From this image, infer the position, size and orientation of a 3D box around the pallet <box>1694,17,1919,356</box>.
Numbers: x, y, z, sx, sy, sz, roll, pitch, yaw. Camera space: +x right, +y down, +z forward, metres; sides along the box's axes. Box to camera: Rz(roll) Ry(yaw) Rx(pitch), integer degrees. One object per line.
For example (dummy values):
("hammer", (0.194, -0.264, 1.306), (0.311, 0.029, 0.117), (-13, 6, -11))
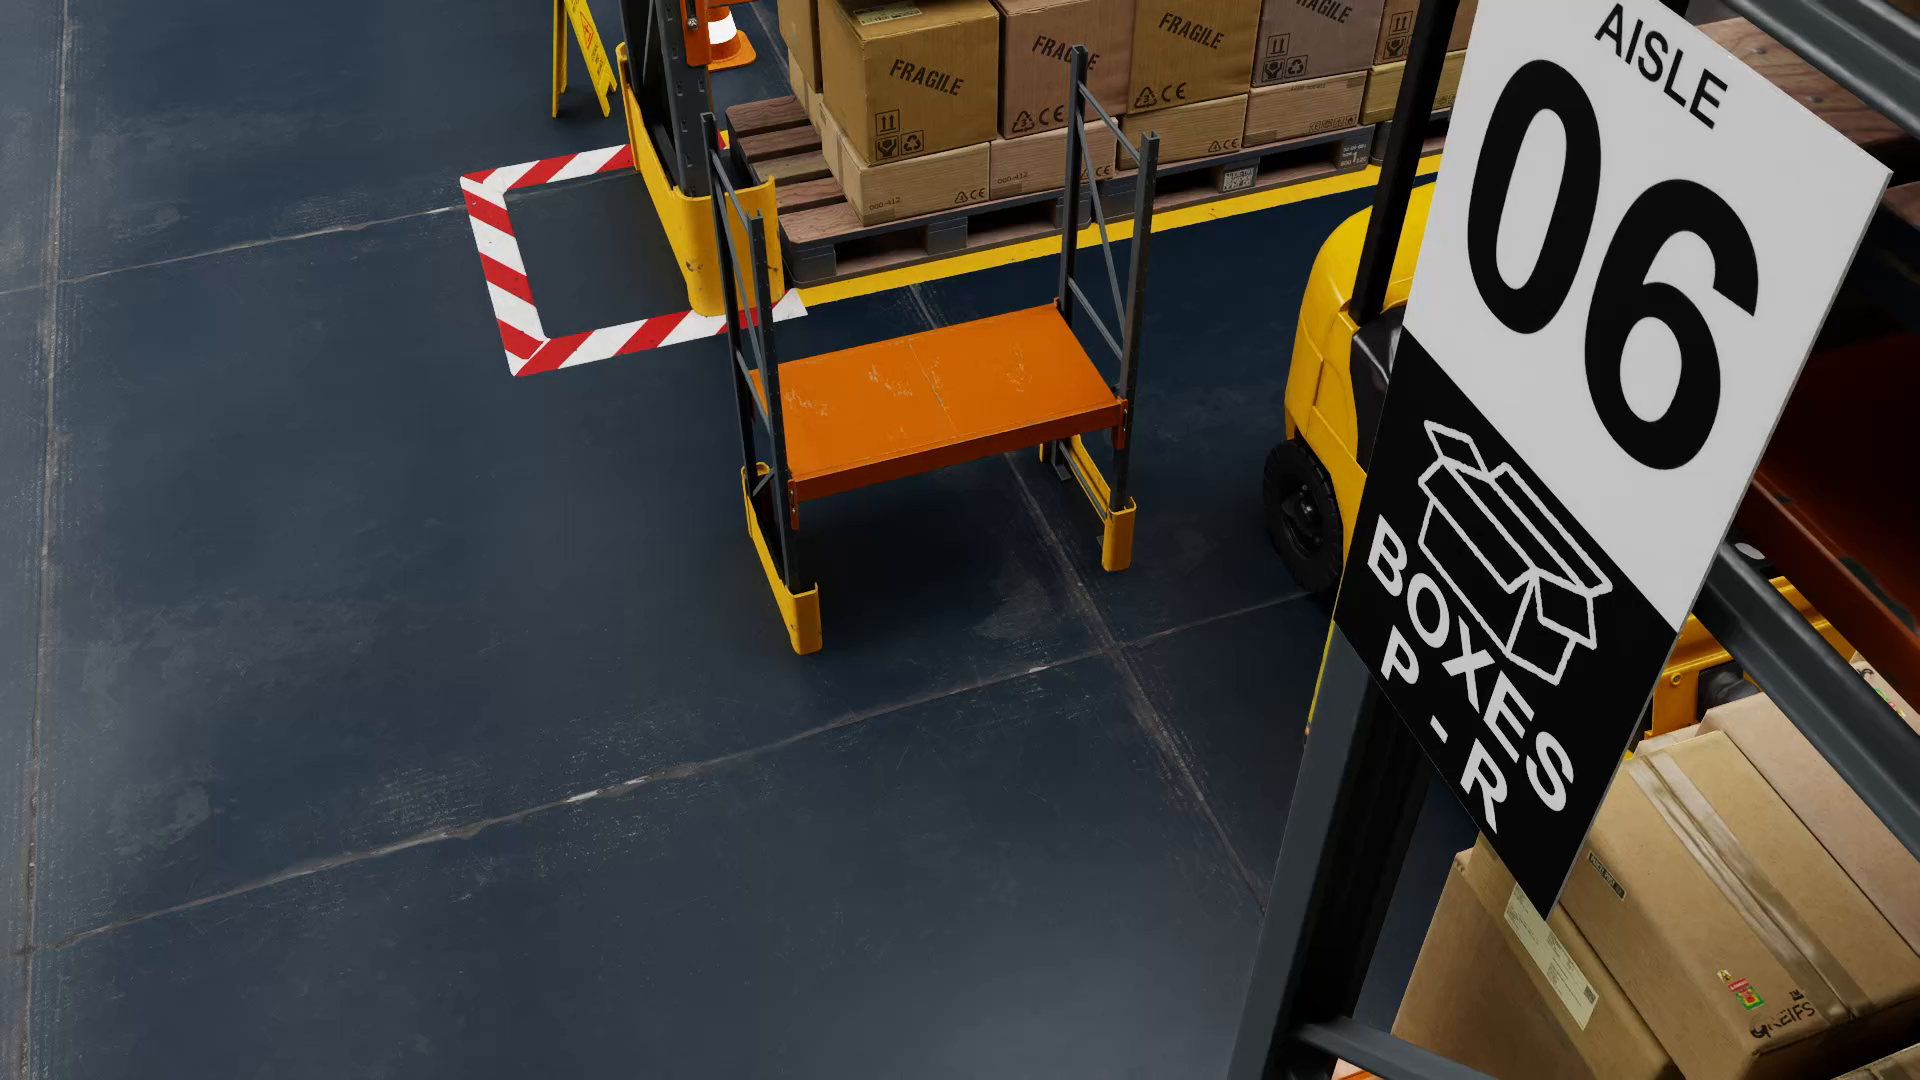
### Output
("pallet", (1.301, -0.146, 1.222), (1.213, 0.211, 1.003), (-14, 47, -14))

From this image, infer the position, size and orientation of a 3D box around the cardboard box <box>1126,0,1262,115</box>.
("cardboard box", (0.777, -1.974, 6.215), (0.500, 0.500, 0.500), (-13, 47, -13))

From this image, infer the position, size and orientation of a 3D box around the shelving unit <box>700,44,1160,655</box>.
("shelving unit", (-0.072, -0.511, 4.701), (1.083, 1.500, 0.587), (-14, 47, -14))

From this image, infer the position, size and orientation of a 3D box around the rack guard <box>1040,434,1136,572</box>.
("rack guard", (0.397, -0.190, 5.263), (0.087, 0.250, 0.587), (-14, 47, -14))

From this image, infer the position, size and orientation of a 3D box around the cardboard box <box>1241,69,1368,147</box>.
("cardboard box", (1.258, -1.836, 6.607), (0.500, 0.250, 0.500), (-14, 47, -13))

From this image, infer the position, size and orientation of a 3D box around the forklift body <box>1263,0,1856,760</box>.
("forklift body", (1.791, -0.337, 4.068), (1.214, 2.155, 2.313), (-14, 47, -14))

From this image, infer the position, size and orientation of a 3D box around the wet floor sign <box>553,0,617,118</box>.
("wet floor sign", (-1.604, -2.108, 6.895), (0.232, 0.644, 0.267), (0, 45, 0))

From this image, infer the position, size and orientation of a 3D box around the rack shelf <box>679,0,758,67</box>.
("rack shelf", (0.819, -2.499, 6.130), (4.000, 0.370, 1.077), (-14, 47, -14))

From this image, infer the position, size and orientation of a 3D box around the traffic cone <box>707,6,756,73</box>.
("traffic cone", (-1.096, -2.339, 7.254), (0.334, 0.463, 0.336), (-14, 47, -14))

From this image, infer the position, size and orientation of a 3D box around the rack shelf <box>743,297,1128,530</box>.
("rack shelf", (-0.080, -0.382, 4.826), (1.000, 0.185, 0.538), (-14, 47, -14))

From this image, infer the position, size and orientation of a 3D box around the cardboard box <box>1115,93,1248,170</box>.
("cardboard box", (0.782, -1.716, 6.488), (0.500, 0.250, 0.500), (-11, 46, -11))

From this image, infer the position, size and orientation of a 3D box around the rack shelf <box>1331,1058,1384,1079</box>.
("rack shelf", (2.508, 0.807, 2.835), (4.000, 0.370, 1.077), (-14, 47, -14))

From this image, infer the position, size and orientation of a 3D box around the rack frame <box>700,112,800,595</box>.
("rack frame", (-0.558, -0.387, 4.576), (0.032, 1.500, 0.500), (-14, 47, -14))

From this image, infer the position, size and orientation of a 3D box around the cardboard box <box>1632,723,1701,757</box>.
("cardboard box", (1.088, 0.419, 2.186), (0.250, 0.149, 0.380), (-14, 47, -13))

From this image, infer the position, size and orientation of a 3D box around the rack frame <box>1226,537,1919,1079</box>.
("rack frame", (0.627, 1.034, 2.101), (0.127, 3.000, 1.000), (-14, 47, -14))

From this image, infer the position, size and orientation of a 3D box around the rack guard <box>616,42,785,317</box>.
("rack guard", (-0.991, -1.407, 6.300), (0.348, 0.500, 1.175), (-14, 47, -14))

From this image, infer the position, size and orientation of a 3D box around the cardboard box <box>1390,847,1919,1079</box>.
("cardboard box", (1.000, 0.706, 2.358), (0.500, 0.500, 0.500), (-15, 47, -15))

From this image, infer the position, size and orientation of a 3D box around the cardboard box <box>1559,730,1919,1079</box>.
("cardboard box", (0.892, 0.439, 1.956), (0.250, 0.149, 0.380), (-14, 47, -14))

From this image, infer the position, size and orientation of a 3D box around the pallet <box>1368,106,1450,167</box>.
("pallet", (2.080, -2.064, 7.158), (1.213, 0.211, 1.003), (-14, 47, -14))

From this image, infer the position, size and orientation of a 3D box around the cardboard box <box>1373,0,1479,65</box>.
("cardboard box", (1.757, -2.231, 6.471), (0.500, 0.500, 0.500), (-14, 47, -13))

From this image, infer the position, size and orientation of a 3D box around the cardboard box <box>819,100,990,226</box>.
("cardboard box", (-0.210, -1.459, 6.231), (0.500, 0.250, 0.500), (-15, 47, -14))

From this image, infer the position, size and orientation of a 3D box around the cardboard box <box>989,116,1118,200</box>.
("cardboard box", (0.273, -1.577, 6.348), (0.500, 0.250, 0.500), (-13, 46, -12))

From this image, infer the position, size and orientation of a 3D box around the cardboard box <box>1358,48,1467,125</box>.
("cardboard box", (1.738, -1.955, 6.726), (0.500, 0.250, 0.500), (-15, 47, -15))

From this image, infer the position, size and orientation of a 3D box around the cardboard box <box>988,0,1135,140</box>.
("cardboard box", (0.303, -1.858, 6.100), (0.500, 0.500, 0.500), (-16, 47, -15))

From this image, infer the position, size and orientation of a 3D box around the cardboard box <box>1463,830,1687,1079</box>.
("cardboard box", (0.858, 0.500, 2.105), (0.250, 0.149, 0.380), (-14, 47, -13))

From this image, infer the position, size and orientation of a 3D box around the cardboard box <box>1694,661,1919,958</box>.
("cardboard box", (1.113, 0.359, 2.036), (0.250, 0.149, 0.380), (-14, 47, -14))

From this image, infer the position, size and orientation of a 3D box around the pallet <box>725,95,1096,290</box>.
("pallet", (-0.215, -1.477, 6.573), (1.213, 0.211, 1.003), (-14, 47, -14))

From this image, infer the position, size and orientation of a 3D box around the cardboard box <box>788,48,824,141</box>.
("cardboard box", (-0.371, -1.828, 6.599), (0.500, 0.250, 0.500), (-15, 47, -14))

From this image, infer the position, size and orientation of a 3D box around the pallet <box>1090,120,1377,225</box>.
("pallet", (0.931, -1.768, 6.863), (1.213, 0.211, 1.003), (-14, 47, -14))

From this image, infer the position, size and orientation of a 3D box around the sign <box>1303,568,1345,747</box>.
("sign", (0.455, 0.177, 1.971), (0.005, 0.325, 0.100), (-14, 47, -14))

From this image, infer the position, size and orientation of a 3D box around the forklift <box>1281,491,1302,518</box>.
("forklift", (2.477, -1.245, 4.421), (3.031, 2.935, 1.130), (-19, 48, -18))

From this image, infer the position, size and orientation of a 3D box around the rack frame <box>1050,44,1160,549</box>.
("rack frame", (0.398, -0.631, 4.820), (0.032, 1.500, 0.500), (-14, 47, -14))

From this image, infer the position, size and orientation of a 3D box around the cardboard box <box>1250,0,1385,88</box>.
("cardboard box", (1.277, -2.108, 6.348), (0.500, 0.500, 0.500), (-12, 46, -12))

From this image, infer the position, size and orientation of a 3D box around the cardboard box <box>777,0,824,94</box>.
("cardboard box", (-0.397, -2.080, 6.321), (0.500, 0.500, 0.500), (-14, 47, -14))

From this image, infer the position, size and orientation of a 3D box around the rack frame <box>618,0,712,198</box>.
("rack frame", (-1.062, -2.271, 5.396), (0.127, 3.000, 1.000), (-14, 47, -14))

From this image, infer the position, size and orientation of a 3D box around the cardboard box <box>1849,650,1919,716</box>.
("cardboard box", (1.350, 0.278, 2.117), (0.250, 0.149, 0.380), (-13, 47, -13))

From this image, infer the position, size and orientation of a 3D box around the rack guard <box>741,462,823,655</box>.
("rack guard", (-0.540, 0.050, 5.024), (0.087, 0.250, 0.587), (-14, 47, -14))

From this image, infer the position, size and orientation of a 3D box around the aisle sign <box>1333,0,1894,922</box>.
("aisle sign", (0.465, -0.063, 1.360), (0.004, 0.787, 0.394), (-14, 47, -14))

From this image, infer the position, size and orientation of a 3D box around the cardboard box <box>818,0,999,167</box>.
("cardboard box", (-0.187, -1.730, 5.971), (0.500, 0.500, 0.500), (-16, 47, -15))

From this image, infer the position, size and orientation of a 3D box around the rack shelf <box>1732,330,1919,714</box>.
("rack shelf", (2.508, -0.251, 1.773), (4.000, 0.370, 1.077), (-14, 47, -14))
